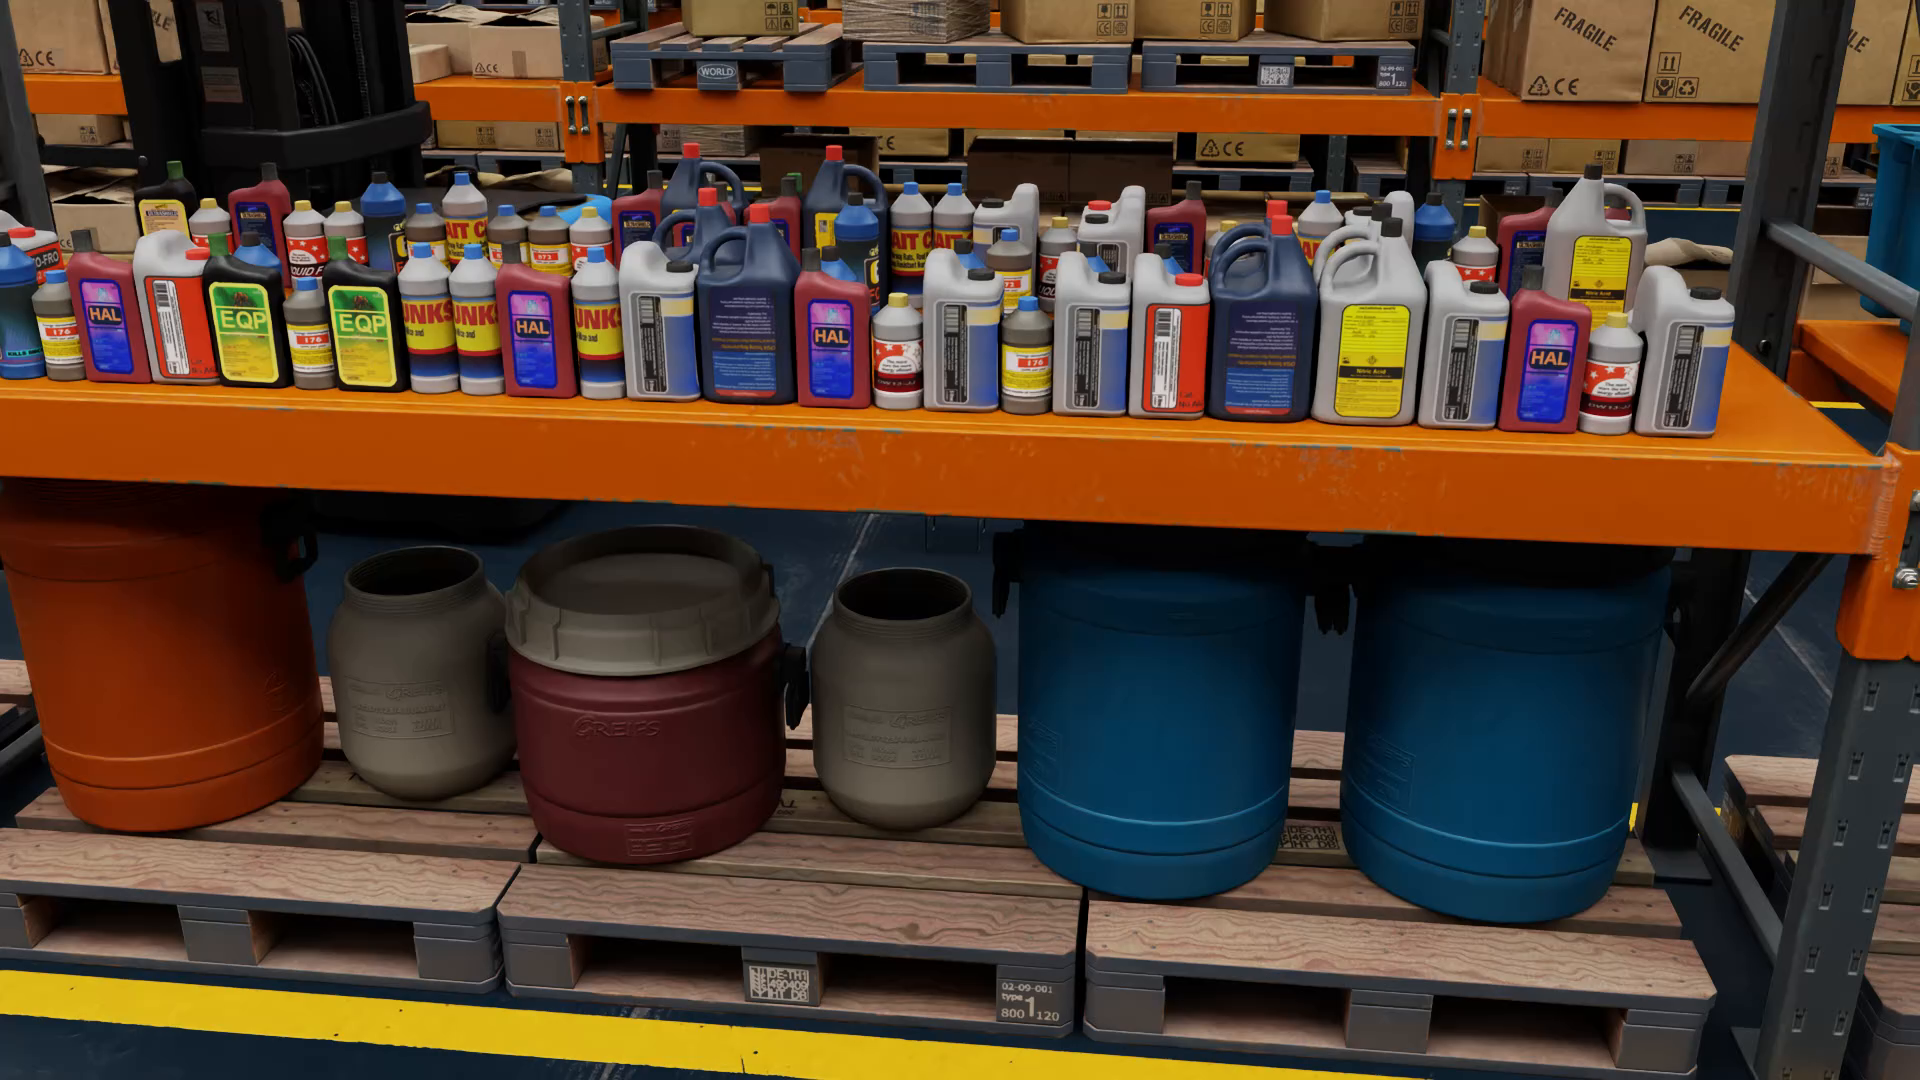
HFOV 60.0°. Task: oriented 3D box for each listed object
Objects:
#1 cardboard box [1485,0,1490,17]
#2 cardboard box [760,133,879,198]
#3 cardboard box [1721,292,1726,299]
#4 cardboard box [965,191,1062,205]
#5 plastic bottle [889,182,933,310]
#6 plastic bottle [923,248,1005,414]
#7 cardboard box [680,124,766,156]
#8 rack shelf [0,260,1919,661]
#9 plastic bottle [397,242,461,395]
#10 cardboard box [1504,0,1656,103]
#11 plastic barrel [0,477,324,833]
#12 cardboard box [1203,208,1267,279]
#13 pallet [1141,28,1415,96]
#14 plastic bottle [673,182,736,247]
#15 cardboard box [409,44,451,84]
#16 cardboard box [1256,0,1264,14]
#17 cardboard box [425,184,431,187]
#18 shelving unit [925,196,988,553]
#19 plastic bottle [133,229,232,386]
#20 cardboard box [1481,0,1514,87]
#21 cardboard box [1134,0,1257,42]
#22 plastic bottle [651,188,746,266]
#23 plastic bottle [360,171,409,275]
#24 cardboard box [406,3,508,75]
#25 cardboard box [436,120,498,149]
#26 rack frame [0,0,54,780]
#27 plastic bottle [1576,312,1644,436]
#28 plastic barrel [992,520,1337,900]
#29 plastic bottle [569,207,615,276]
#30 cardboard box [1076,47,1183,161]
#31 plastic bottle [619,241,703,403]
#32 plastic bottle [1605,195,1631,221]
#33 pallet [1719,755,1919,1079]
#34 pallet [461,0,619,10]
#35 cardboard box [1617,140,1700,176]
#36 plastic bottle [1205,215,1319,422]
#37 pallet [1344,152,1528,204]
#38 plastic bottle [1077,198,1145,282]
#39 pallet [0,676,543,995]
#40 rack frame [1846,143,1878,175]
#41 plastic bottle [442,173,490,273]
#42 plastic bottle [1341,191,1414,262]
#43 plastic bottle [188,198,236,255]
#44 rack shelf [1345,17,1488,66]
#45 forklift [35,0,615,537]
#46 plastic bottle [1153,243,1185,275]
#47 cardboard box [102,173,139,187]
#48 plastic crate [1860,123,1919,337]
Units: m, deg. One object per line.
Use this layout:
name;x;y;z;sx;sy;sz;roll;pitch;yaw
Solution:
cardboard box;4.092;-4.181;12.028;0.700;0.700;0.980;2;22;5
cardboard box;-0.707;-1.904;8.458;0.500;0.250;0.500;3;22;8
cardboard box;3.504;-1.052;7.777;0.250;0.166;0.380;2;22;6
cardboard box;0.272;-1.514;8.490;0.500;0.500;0.500;2;22;4
plastic bottle;-0.108;-0.656;3.695;0.097;0.271;0.097;0;22;0
plastic bottle;0.008;-0.383;2.996;0.135;0.276;0.152;2;22;6
cardboard box;-1.862;-3.332;13.090;0.500;0.500;0.700;3;22;7
rack shelf;-0.321;-0.240;3.445;4.000;0.370;1.077;2;22;6
plastic bottle;-0.982;-0.413;3.081;0.097;0.271;0.097;0;22;0
cardboard box;2.726;-2.221;7.342;0.500;0.500;0.500;3;22;8
plastic barrel;-1.819;0.168;3.815;0.708;0.830;0.600;2;22;6
cardboard box;1.238;-1.279;7.898;0.500;0.500;0.500;3;22;6
pallet;1.471;-2.281;7.891;1.213;0.211;1.003;2;22;6
plastic bottle;-0.553;-0.635;3.624;0.133;0.283;0.061;2;22;6
cardboard box;-2.646;-2.290;7.995;0.250;0.149;0.380;2;22;6
cardboard box;2.209;-3.911;12.067;0.250;0.149;0.380;3;22;7
cardboard box;-2.786;-1.599;8.311;0.500;0.311;0.500;2;22;5
shelving unit;-0.014;-0.559;5.721;0.189;1.200;0.258;2;22;6
plastic bottle;-1.456;-0.446;3.158;0.135;0.276;0.152;2;22;6
cardboard box;2.779;-2.415;7.832;0.500;0.500;0.500;3;22;7
cardboard box;1.118;-2.647;7.847;0.500;0.500;0.700;6;22;15
plastic bottle;-0.495;-0.494;3.177;0.185;0.351;0.144;2;22;6
plastic bottle;-1.320;-0.709;3.829;0.097;0.271;0.097;0;22;0
cardboard box;-2.585;-2.537;8.399;0.500;0.311;0.500;2;22;6
cardboard box;-3.861;-3.463;13.422;0.500;0.500;0.700;2;22;5
rack frame;-2.307;-0.661;3.532;0.127;3.000;1.000;2;22;6
plastic bottle;1.118;-0.289;2.862;0.097;0.201;0.097;0;22;0
plastic barrel;0.424;0.232;3.555;0.708;0.901;0.600;2;22;6
plastic bottle;-0.837;-0.656;3.788;0.097;0.201;0.097;0;22;0
cardboard box;1.288;-3.318;12.607;0.750;0.750;0.750;3;22;8
plastic bottle;-0.538;-0.406;3.057;0.135;0.276;0.152;2;22;6
plastic bottle;1.352;-0.605;3.549;0.133;0.283;0.061;2;22;6
pallet;2.400;0.827;3.562;1.213;0.211;1.003;2;22;6
pallet;-3.111;-4.259;12.895;1.213;0.211;1.003;2;22;6
cardboard box;5.100;-3.002;12.281;0.500;0.500;0.700;2;22;5
plastic bottle;0.531;-0.393;2.921;0.185;0.351;0.144;2;22;6
pallet;3.577;-2.747;12.600;1.213;0.211;1.003;2;22;6
plastic bottle;0.313;-0.574;3.480;0.135;0.276;0.152;2;22;6
pallet;-1.519;0.655;3.996;1.213;0.211;1.003;2;22;6
rack frame;6.804;-3.932;11.805;0.127;3.000;1.000;2;22;6
plastic bottle;-1.127;-0.701;3.808;0.097;0.271;0.097;0;22;0
plastic bottle;0.887;-0.605;3.559;0.135;0.276;0.152;2;22;6
plastic bottle;-1.742;-0.695;3.888;0.097;0.201;0.097;0;22;0
rack shelf;4.817;-3.684;12.156;4.000;0.370;1.077;2;22;6
forklift;-2.865;-1.652;6.132;3.031;2.935;1.130;5;22;13
plastic bottle;0.369;-0.411;3.074;0.097;0.271;0.097;0;22;0
cardboard box;-4.244;-1.864;8.981;0.500;0.311;0.500;2;22;6
plastic crate;2.169;-0.613;3.350;0.575;0.384;0.392;2;22;6
